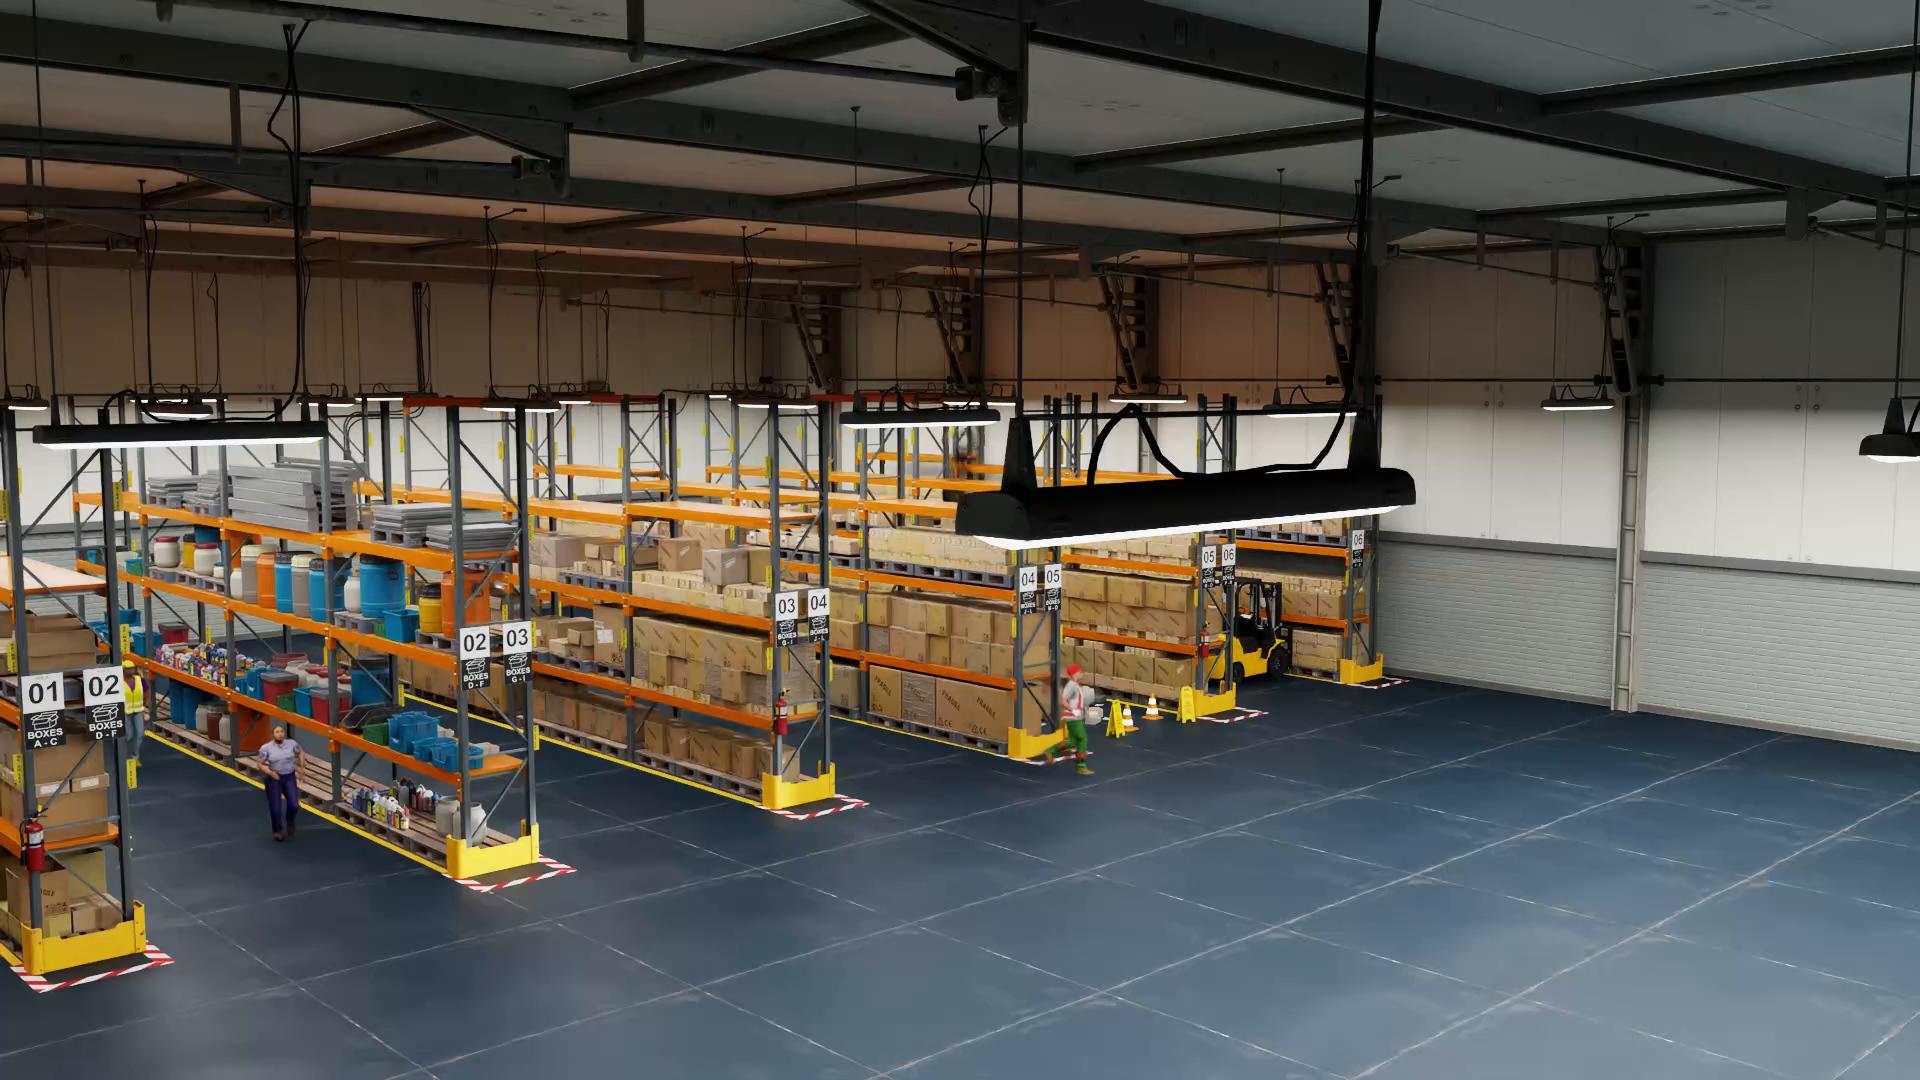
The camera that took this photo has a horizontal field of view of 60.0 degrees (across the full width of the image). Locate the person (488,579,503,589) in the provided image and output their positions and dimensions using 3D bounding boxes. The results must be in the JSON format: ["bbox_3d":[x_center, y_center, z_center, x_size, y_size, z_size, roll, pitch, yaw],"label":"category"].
[{"bbox_3d":[-11.067,1.682,39.282,0.704,1.777,0.734,-2,6,-21],"label":"person"}]

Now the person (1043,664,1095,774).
[{"bbox_3d":[1.765,2.885,26.819,0.851,1.774,0.696,1,6,8],"label":"person"}]

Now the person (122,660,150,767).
[{"bbox_3d":[-13.657,2.839,27.358,0.738,1.748,0.711,5,8,44],"label":"person"}]

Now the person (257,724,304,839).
[{"bbox_3d":[-9.284,3.322,22.809,0.643,1.591,0.581,-4,7,-33],"label":"person"}]
